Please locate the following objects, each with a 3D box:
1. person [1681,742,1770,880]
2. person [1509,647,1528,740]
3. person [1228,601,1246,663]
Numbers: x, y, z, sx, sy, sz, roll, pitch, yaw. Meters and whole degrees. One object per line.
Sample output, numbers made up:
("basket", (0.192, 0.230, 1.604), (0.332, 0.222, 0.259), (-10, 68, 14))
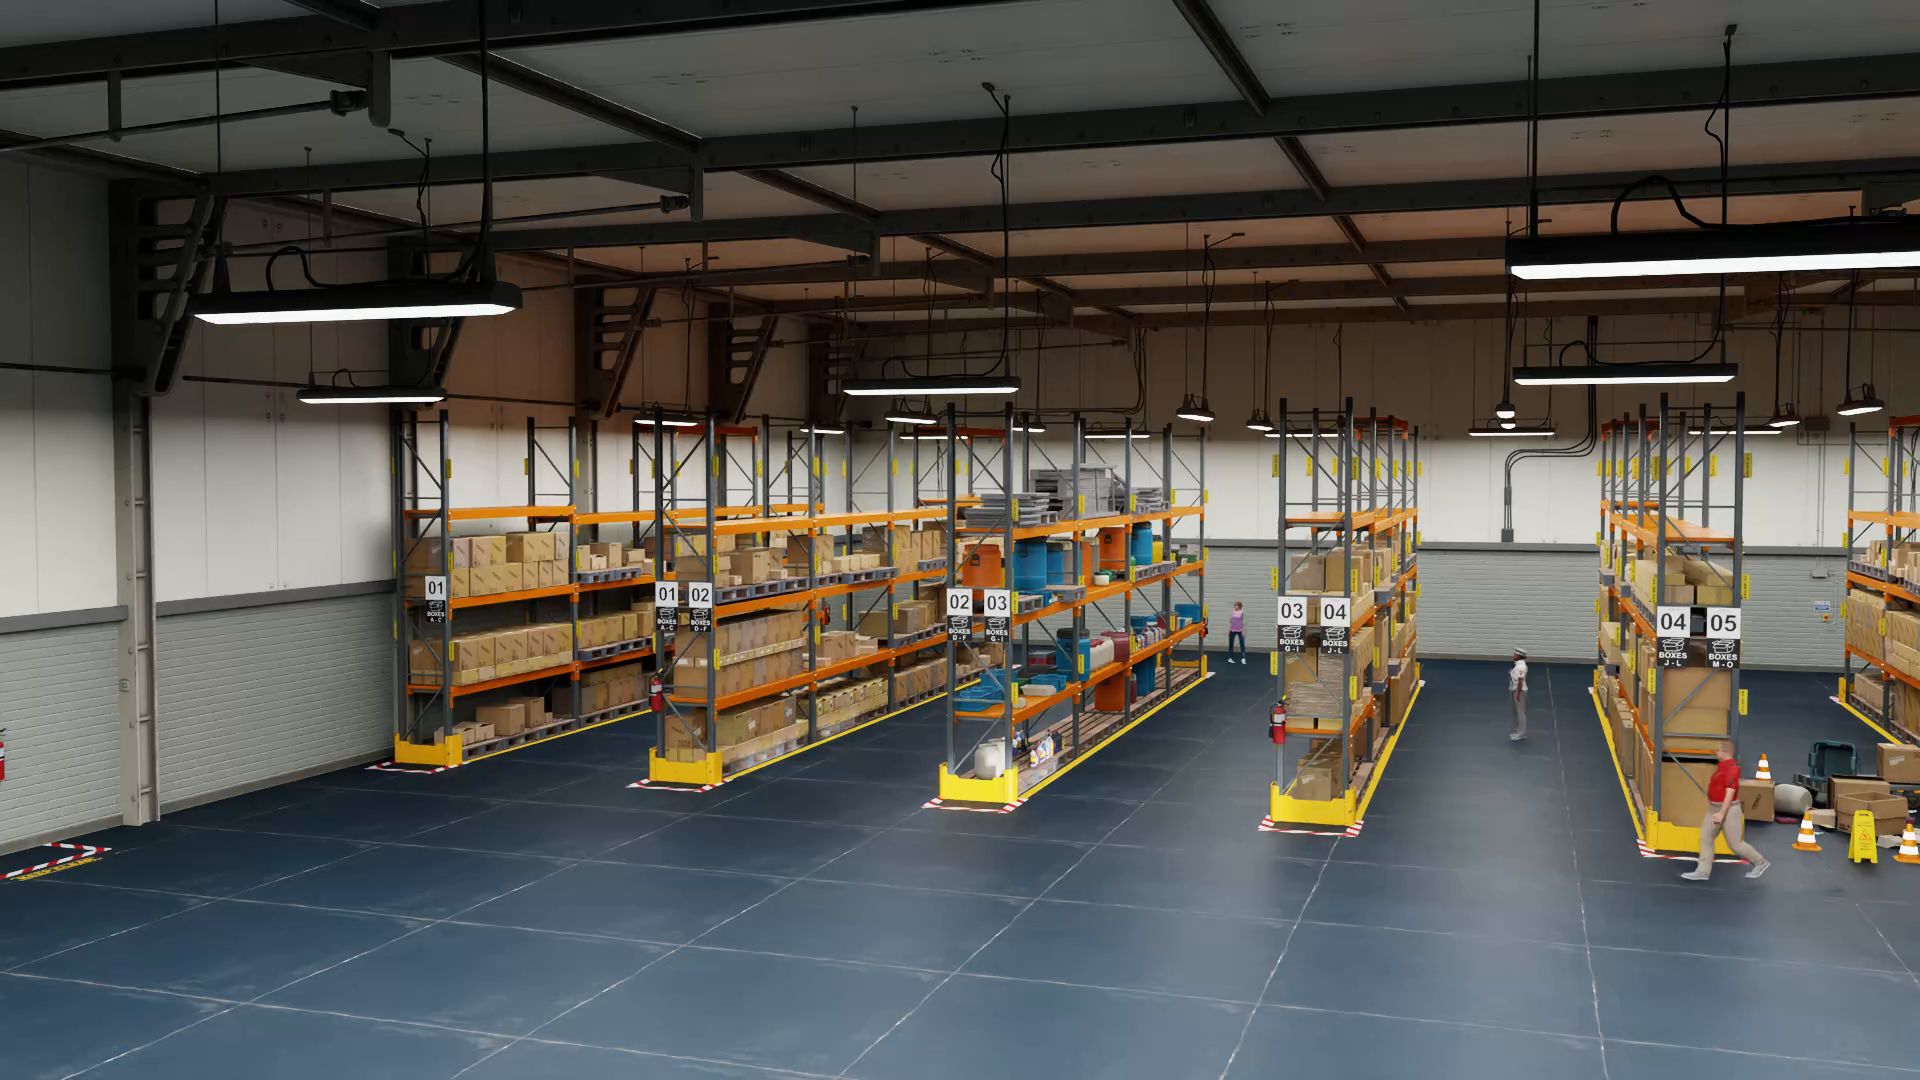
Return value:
("person", (9.273, 3.282, 20.088), (0.969, 1.696, 0.486), (0, 2, -8))
("person", (10.361, 2.837, 30.891), (0.391, 1.699, 0.517), (0, 2, 0))
("person", (7.133, 2.372, 42.854), (0.468, 1.600, 0.358), (1, 3, 18))
